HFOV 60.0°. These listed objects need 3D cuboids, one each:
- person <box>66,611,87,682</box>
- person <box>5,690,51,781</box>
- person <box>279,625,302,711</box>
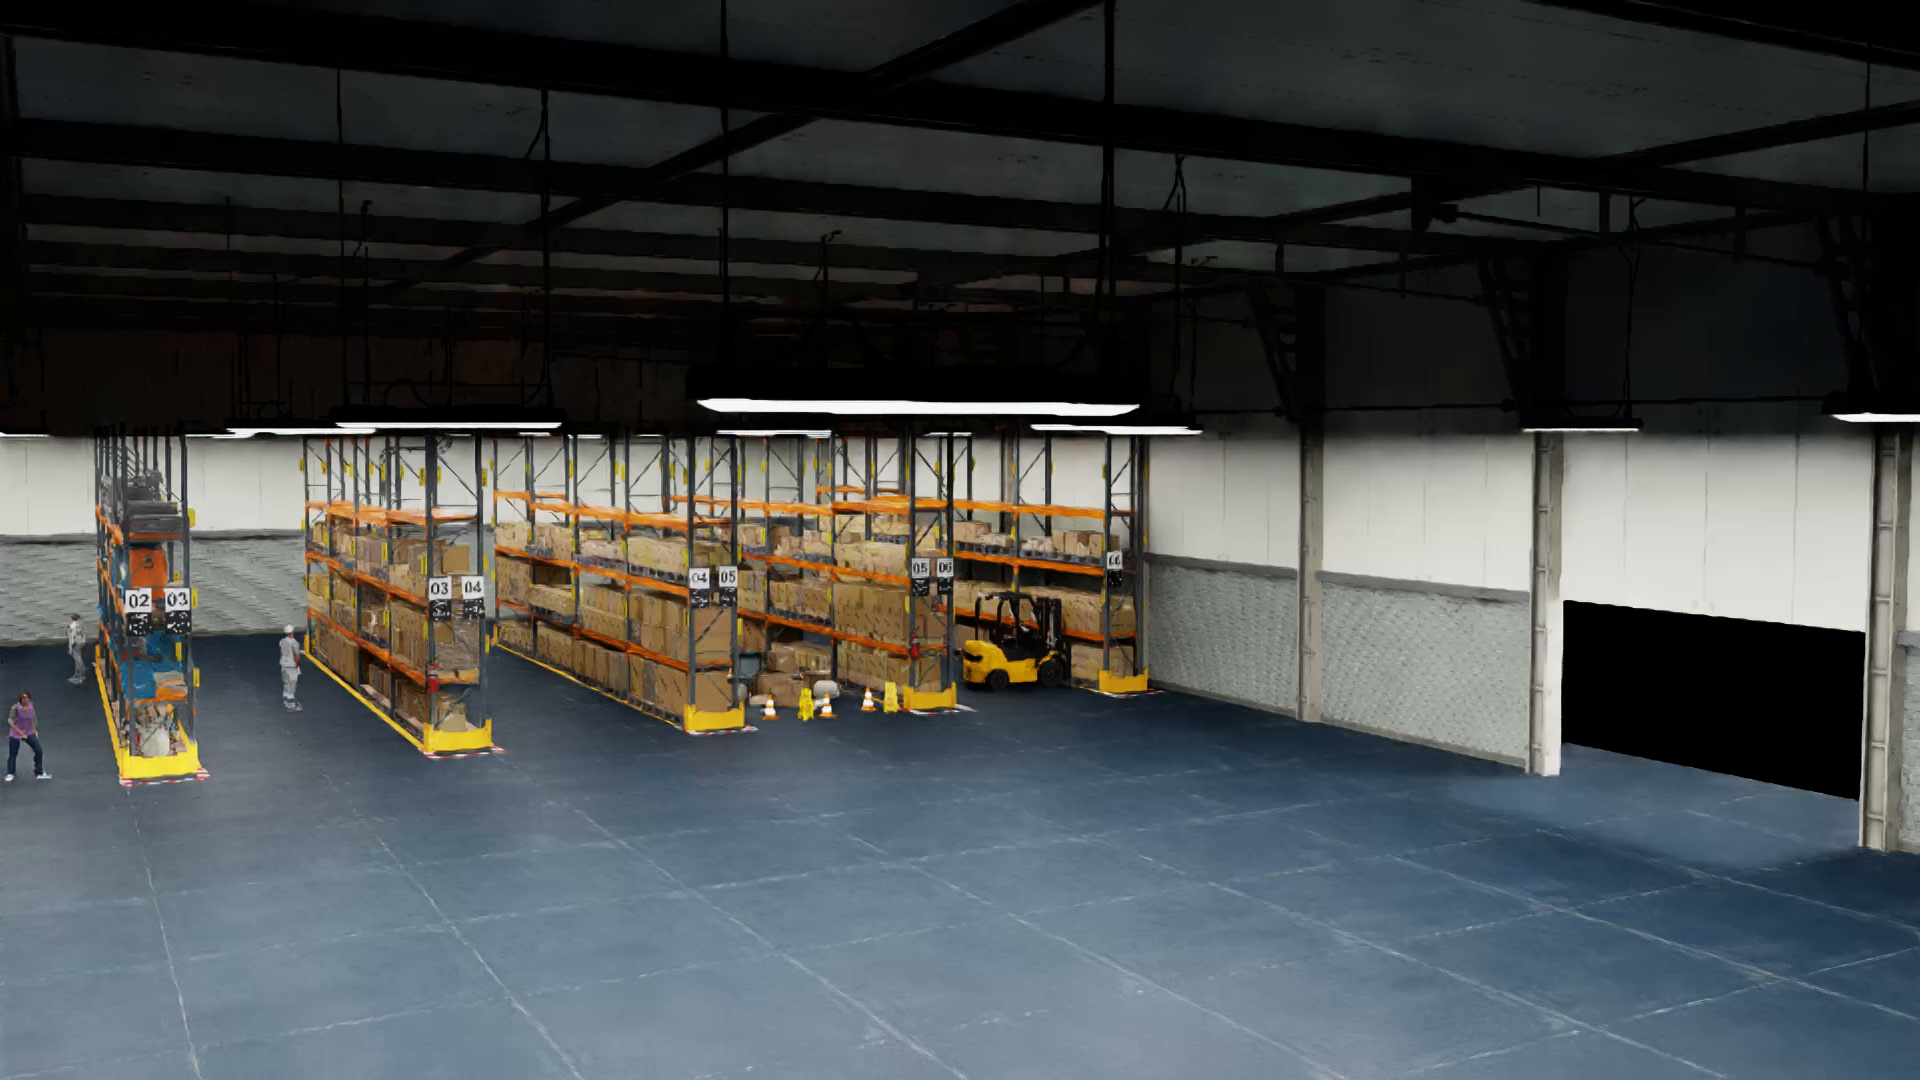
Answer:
[{"bbox_3d":[-20.847,2.500,39.213,0.540,1.667,0.561,0,3,-4],"label":"person"},{"bbox_3d":[-15.662,3.262,27.820,0.733,1.537,0.569,3,5,40],"label":"person"},{"bbox_3d":[-14.129,2.682,35.164,0.605,1.789,0.451,2,4,32],"label":"person"}]
